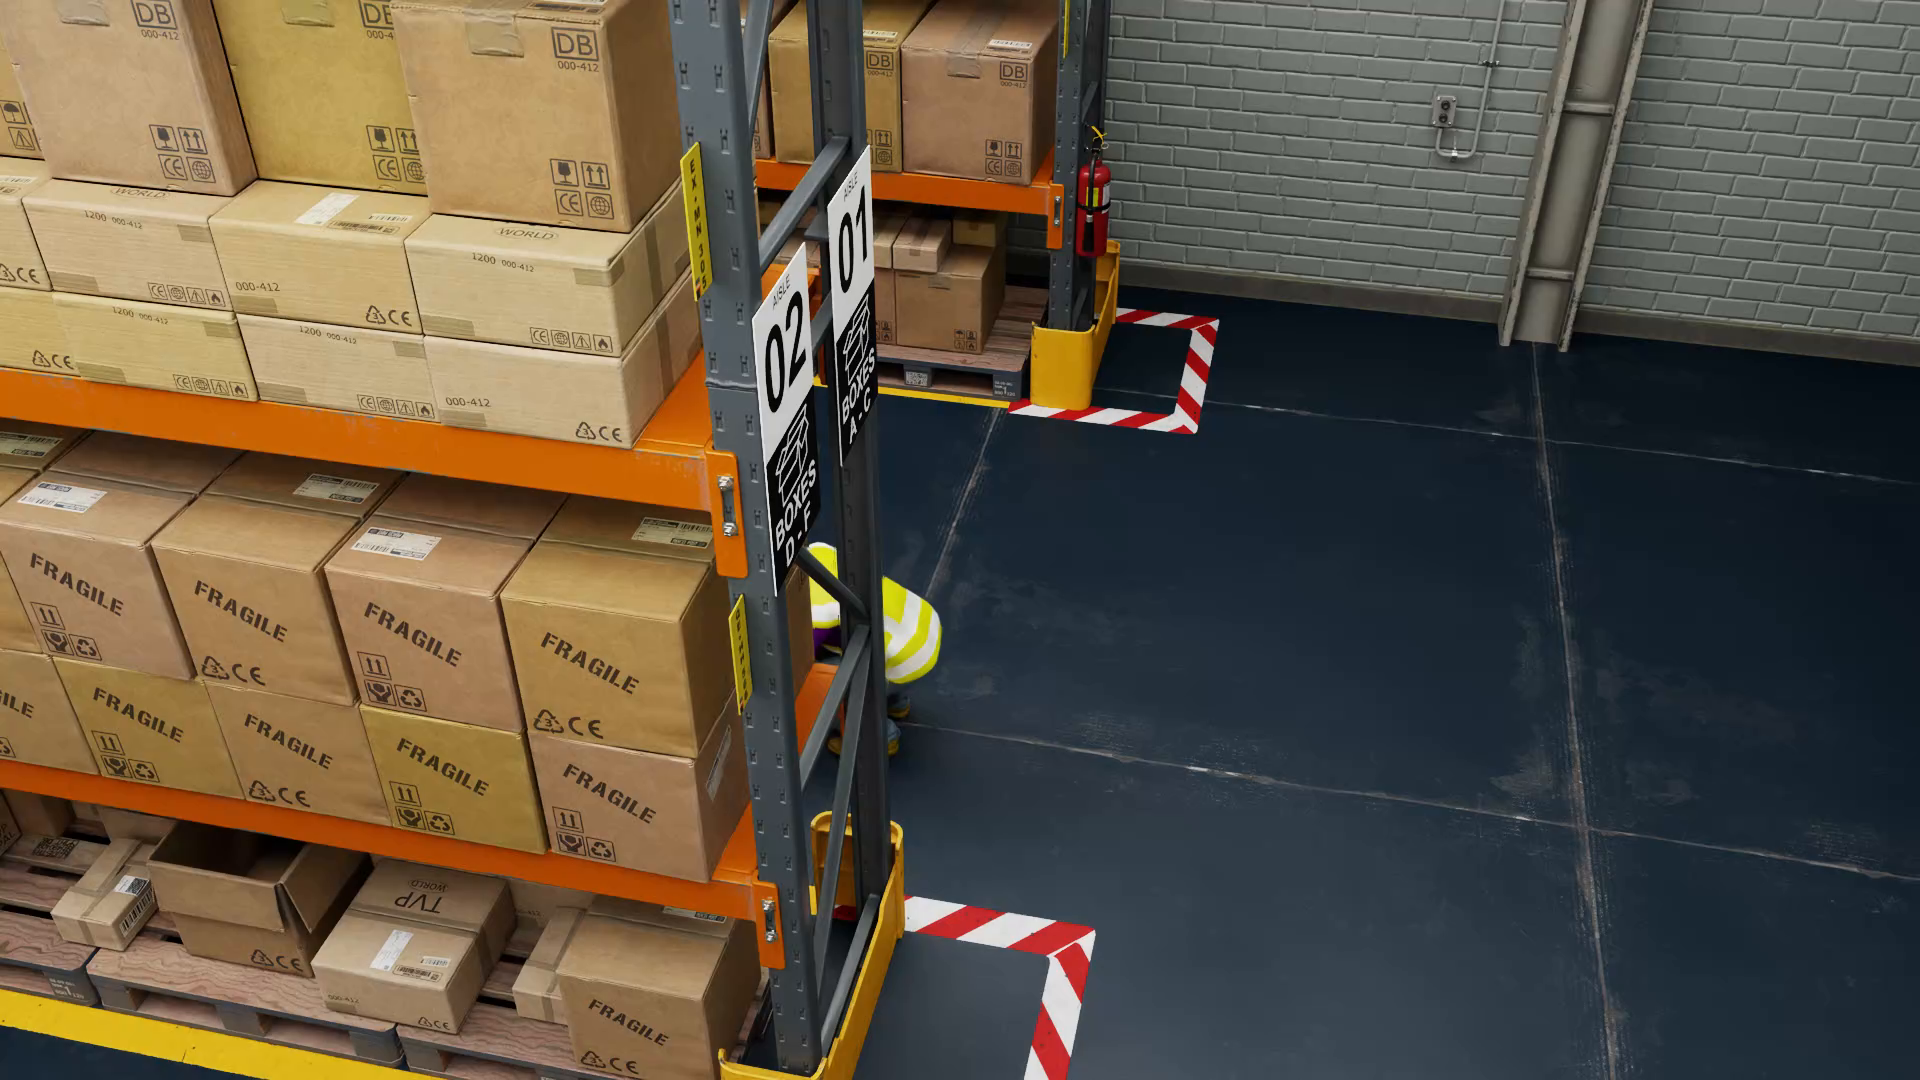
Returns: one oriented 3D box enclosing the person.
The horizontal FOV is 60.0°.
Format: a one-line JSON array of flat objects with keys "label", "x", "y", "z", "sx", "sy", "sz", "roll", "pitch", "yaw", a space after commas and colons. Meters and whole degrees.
[{"label": "person", "x": -0.540, "y": 0.434, "z": 7.001, "sx": 0.912, "sy": 1.011, "sz": 0.542, "roll": 4, "pitch": 37, "yaw": 5}]
